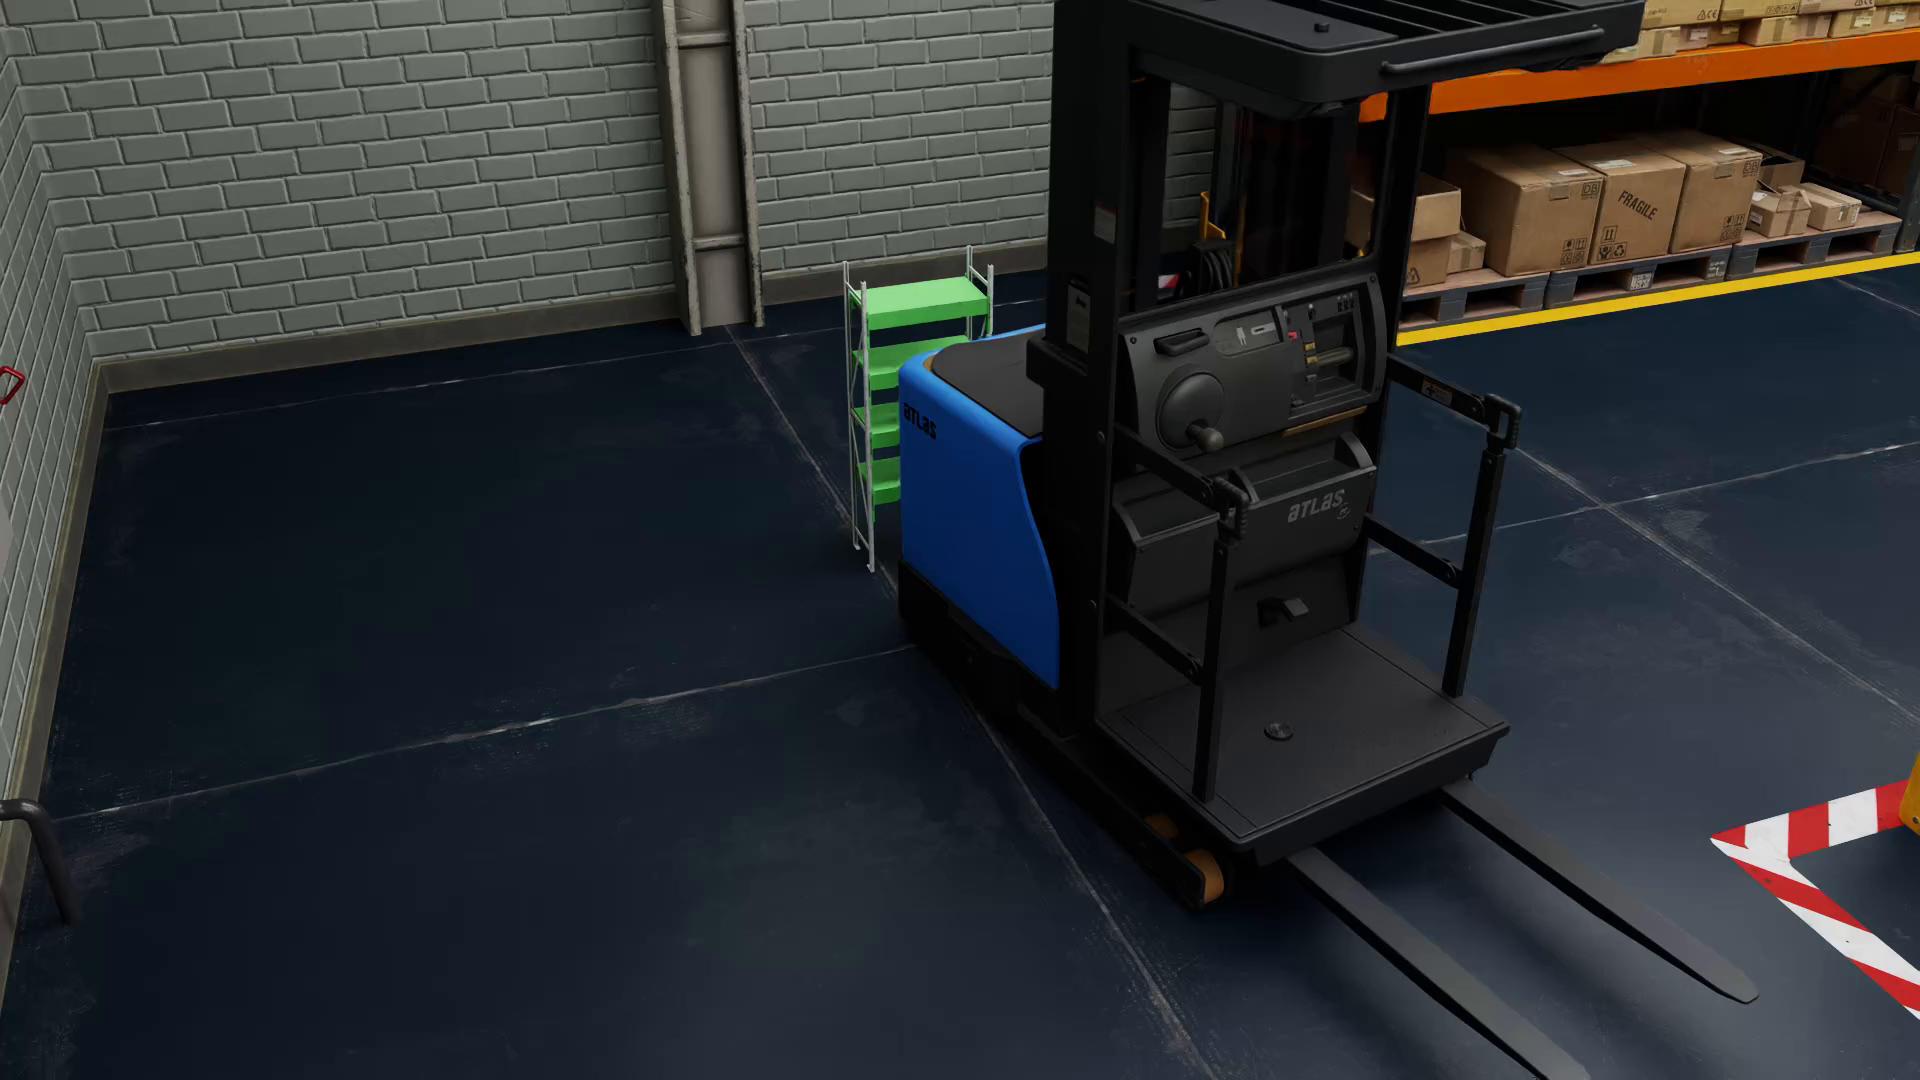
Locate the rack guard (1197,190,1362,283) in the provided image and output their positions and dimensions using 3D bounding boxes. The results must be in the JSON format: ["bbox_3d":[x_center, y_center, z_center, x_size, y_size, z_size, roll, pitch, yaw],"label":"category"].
[{"bbox_3d":[1.651,-1.438,8.769,0.348,0.500,1.175,-10,31,-18],"label":"rack guard"}]

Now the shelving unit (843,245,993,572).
[{"bbox_3d":[-0.155,-0.493,6.403,0.503,1.200,0.258,-10,31,-18],"label":"shelving unit"}]

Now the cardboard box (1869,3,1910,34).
[{"bbox_3d":[4.881,-2.865,9.003,0.250,0.149,0.380,-10,31,-16],"label":"cardboard box"}]

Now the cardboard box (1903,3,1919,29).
[{"bbox_3d":[5.118,-2.920,9.099,0.250,0.149,0.380,-10,31,-17],"label":"cardboard box"}]

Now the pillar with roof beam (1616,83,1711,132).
[{"bbox_3d":[5.863,-4.109,4.872,0.400,9.000,9.100,-10,31,-18],"label":"pillar with roof beam"}]

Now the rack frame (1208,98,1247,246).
[{"bbox_3d":[1.580,-2.511,8.128,0.127,3.000,1.000,-10,31,-18],"label":"rack frame"}]

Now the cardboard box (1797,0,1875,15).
[{"bbox_3d":[4.472,-2.971,8.786,0.500,0.250,0.500,-10,31,-17],"label":"cardboard box"}]

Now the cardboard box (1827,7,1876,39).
[{"bbox_3d":[4.646,-2.809,8.904,0.250,0.149,0.380,-10,31,-16],"label":"cardboard box"}]

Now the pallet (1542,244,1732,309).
[{"bbox_3d":[3.539,-1.659,9.450,1.213,0.211,1.003,-10,31,-18],"label":"pallet"}]

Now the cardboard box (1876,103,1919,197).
[{"bbox_3d":[5.860,-2.277,9.818,0.500,0.500,0.500,-9,31,-15],"label":"cardboard box"}]

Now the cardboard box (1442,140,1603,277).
[{"bbox_3d":[3.001,-1.799,8.978,0.500,0.500,0.700,-9,31,-16],"label":"cardboard box"}]

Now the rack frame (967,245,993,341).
[{"bbox_3d":[0.074,-0.535,6.477,0.015,1.200,0.240,-10,31,-18],"label":"rack frame"}]

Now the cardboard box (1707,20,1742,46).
[{"bbox_3d":[3.880,-2.727,8.760,0.250,0.149,0.380,-10,31,-17],"label":"cardboard box"}]

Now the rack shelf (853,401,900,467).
[{"bbox_3d":[-0.155,-0.437,6.434,0.480,0.148,0.258,-10,31,-18],"label":"rack shelf"}]

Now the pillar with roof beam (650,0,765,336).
[{"bbox_3d":[0.239,-3.073,3.054,0.400,9.000,9.100,-10,31,-18],"label":"pillar with roof beam"}]

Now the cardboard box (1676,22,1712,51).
[{"bbox_3d":[3.665,-2.662,8.646,0.250,0.149,0.380,-11,31,-18],"label":"cardboard box"}]

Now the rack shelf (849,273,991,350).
[{"bbox_3d":[-0.155,-0.854,6.197,0.480,0.148,0.258,-10,31,-18],"label":"rack shelf"}]

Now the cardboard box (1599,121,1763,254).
[{"bbox_3d":[3.974,-1.978,9.292,0.500,0.500,0.700,-12,32,-19],"label":"cardboard box"}]

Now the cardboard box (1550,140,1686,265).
[{"bbox_3d":[3.531,-1.844,9.057,0.500,0.500,0.500,-10,31,-17],"label":"cardboard box"}]

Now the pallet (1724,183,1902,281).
[{"bbox_3d":[4.685,-1.872,9.823,1.213,0.211,1.003,-10,31,-18],"label":"pallet"}]

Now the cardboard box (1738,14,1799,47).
[{"bbox_3d":[4.161,-2.719,8.747,0.250,0.149,0.380,-11,31,-18],"label":"cardboard box"}]

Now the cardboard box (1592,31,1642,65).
[{"bbox_3d":[3.208,-2.531,8.416,0.250,0.149,0.380,-11,32,-19],"label":"cardboard box"}]

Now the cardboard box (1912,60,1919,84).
[{"bbox_3d":[5.736,-2.676,9.562,0.250,0.149,0.380,-11,31,-18],"label":"cardboard box"}]

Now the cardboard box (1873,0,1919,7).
[{"bbox_3d":[4.936,-3.065,8.950,0.500,0.250,0.500,-10,31,-16],"label":"cardboard box"}]

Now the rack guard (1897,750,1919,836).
[{"bbox_3d":[3.291,0.881,4.698,0.348,0.500,1.175,-10,31,-18],"label":"rack guard"}]

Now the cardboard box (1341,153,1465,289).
[{"bbox_3d":[2.186,-1.671,8.750,0.637,0.503,0.797,-12,32,-20],"label":"cardboard box"}]

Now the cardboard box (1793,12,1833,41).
[{"bbox_3d":[4.391,-2.777,8.847,0.250,0.149,0.380,-10,31,-16],"label":"cardboard box"}]

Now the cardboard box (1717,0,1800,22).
[{"bbox_3d":[4.000,-2.891,8.646,0.500,0.250,0.500,-11,31,-18],"label":"cardboard box"}]

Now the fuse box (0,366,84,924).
[{"bbox_3d":[-2.558,0.335,4.433,0.414,1.711,0.539,-10,31,-18],"label":"fuse box"}]

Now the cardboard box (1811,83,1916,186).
[{"bbox_3d":[5.686,-2.520,10.244,0.500,0.500,0.500,-11,31,-18],"label":"cardboard box"}]

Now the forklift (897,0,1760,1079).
[{"bbox_3d":[0.973,-0.467,4.609,1.130,2.935,3.031,-17,34,-27],"label":"forklift"}]

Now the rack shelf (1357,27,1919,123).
[{"bbox_3d":[3.454,-2.544,8.912,4.000,0.370,1.077,-10,31,-18],"label":"rack shelf"}]

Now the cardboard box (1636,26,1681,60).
[{"bbox_3d":[3.448,-2.586,8.512,0.250,0.149,0.380,-10,31,-16],"label":"cardboard box"}]

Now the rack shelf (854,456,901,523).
[{"bbox_3d":[-0.155,-0.229,6.553,0.480,0.148,0.258,-10,31,-18],"label":"rack shelf"}]

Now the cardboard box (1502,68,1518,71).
[{"bbox_3d":[2.698,-2.474,8.315,0.250,0.149,0.380,-9,31,-16],"label":"cardboard box"}]

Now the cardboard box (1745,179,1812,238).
[{"bbox_3d":[4.574,-1.902,9.396,0.258,0.266,0.396,-9,31,-16],"label":"cardboard box"}]

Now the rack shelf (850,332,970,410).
[{"bbox_3d":[-0.155,-0.646,6.316,0.480,0.148,0.258,-10,31,-18],"label":"rack shelf"}]

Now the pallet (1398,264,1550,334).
[{"bbox_3d":[2.398,-1.451,9.083,1.213,0.211,1.003,-10,31,-18],"label":"pallet"}]

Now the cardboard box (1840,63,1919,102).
[{"bbox_3d":[5.573,-2.777,10.040,0.250,0.149,0.380,-12,32,-20],"label":"cardboard box"}]

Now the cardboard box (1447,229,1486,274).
[{"bbox_3d":[2.598,-1.572,8.935,0.250,0.149,0.380,-12,32,-20],"label":"cardboard box"}]

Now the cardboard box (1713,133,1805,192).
[{"bbox_3d":[4.627,-2.211,9.893,0.500,0.311,0.500,-9,31,-16],"label":"cardboard box"}]

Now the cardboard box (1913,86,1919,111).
[{"bbox_3d":[5.758,-2.518,9.586,0.250,0.149,0.380,-9,31,-15],"label":"cardboard box"}]

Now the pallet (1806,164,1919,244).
[{"bbox_3d":[6.078,-2.148,10.307,1.213,0.211,1.003,-10,31,-18],"label":"pallet"}]

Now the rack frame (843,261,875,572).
[{"bbox_3d":[-0.384,-0.451,6.329,0.015,1.200,0.240,-10,31,-18],"label":"rack frame"}]

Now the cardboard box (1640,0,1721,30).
[{"bbox_3d":[3.517,-2.803,8.491,0.500,0.250,0.500,-11,32,-19],"label":"cardboard box"}]

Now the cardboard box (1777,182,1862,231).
[{"bbox_3d":[4.909,-1.913,9.533,0.250,0.149,0.380,-11,32,-19],"label":"cardboard box"}]

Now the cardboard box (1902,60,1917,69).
[{"bbox_3d":[5.818,-2.825,10.124,0.250,0.149,0.380,-10,31,-18],"label":"cardboard box"}]

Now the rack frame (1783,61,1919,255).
[{"bbox_3d":[5.329,-3.202,9.340,0.127,3.000,1.000,-10,31,-18],"label":"rack frame"}]
